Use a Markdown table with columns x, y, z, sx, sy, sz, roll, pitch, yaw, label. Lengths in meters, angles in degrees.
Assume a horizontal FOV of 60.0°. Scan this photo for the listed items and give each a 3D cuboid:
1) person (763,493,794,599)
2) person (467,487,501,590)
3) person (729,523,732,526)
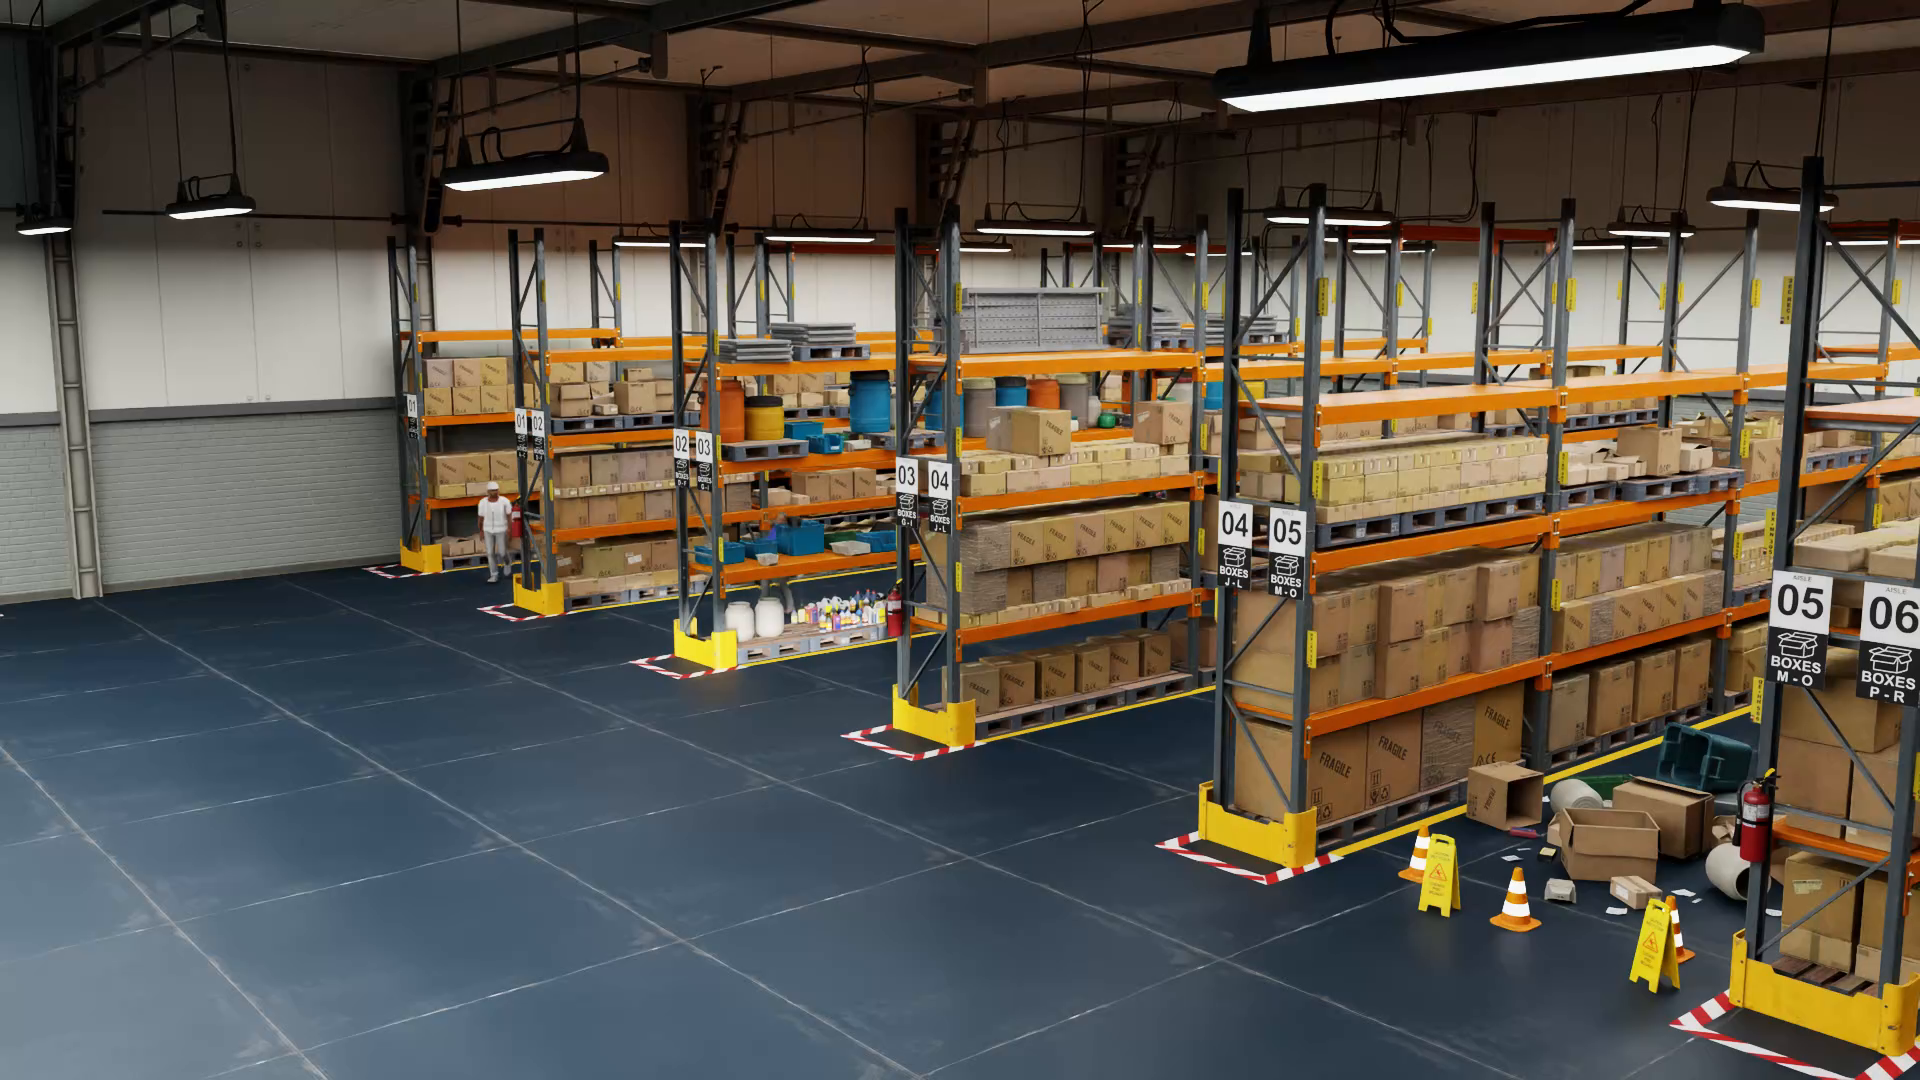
| x | y | z | sx | sy | sz | roll | pitch | yaw | label |
| --- | --- | --- | --- | --- | --- | --- | --- | --- | --- |
| -2.836 | 0.101 | 26.041 | 0.496 | 1.682 | 0.494 | -3 | 9 | -16 | person |
| -8.100 | -0.042 | 28.344 | 0.489 | 1.722 | 1.053 | 0 | 9 | 3 | person |
| -4.365 | -0.655 | 32.585 | 0.483 | 1.702 | 0.520 | 1 | 9 | 7 | person |
